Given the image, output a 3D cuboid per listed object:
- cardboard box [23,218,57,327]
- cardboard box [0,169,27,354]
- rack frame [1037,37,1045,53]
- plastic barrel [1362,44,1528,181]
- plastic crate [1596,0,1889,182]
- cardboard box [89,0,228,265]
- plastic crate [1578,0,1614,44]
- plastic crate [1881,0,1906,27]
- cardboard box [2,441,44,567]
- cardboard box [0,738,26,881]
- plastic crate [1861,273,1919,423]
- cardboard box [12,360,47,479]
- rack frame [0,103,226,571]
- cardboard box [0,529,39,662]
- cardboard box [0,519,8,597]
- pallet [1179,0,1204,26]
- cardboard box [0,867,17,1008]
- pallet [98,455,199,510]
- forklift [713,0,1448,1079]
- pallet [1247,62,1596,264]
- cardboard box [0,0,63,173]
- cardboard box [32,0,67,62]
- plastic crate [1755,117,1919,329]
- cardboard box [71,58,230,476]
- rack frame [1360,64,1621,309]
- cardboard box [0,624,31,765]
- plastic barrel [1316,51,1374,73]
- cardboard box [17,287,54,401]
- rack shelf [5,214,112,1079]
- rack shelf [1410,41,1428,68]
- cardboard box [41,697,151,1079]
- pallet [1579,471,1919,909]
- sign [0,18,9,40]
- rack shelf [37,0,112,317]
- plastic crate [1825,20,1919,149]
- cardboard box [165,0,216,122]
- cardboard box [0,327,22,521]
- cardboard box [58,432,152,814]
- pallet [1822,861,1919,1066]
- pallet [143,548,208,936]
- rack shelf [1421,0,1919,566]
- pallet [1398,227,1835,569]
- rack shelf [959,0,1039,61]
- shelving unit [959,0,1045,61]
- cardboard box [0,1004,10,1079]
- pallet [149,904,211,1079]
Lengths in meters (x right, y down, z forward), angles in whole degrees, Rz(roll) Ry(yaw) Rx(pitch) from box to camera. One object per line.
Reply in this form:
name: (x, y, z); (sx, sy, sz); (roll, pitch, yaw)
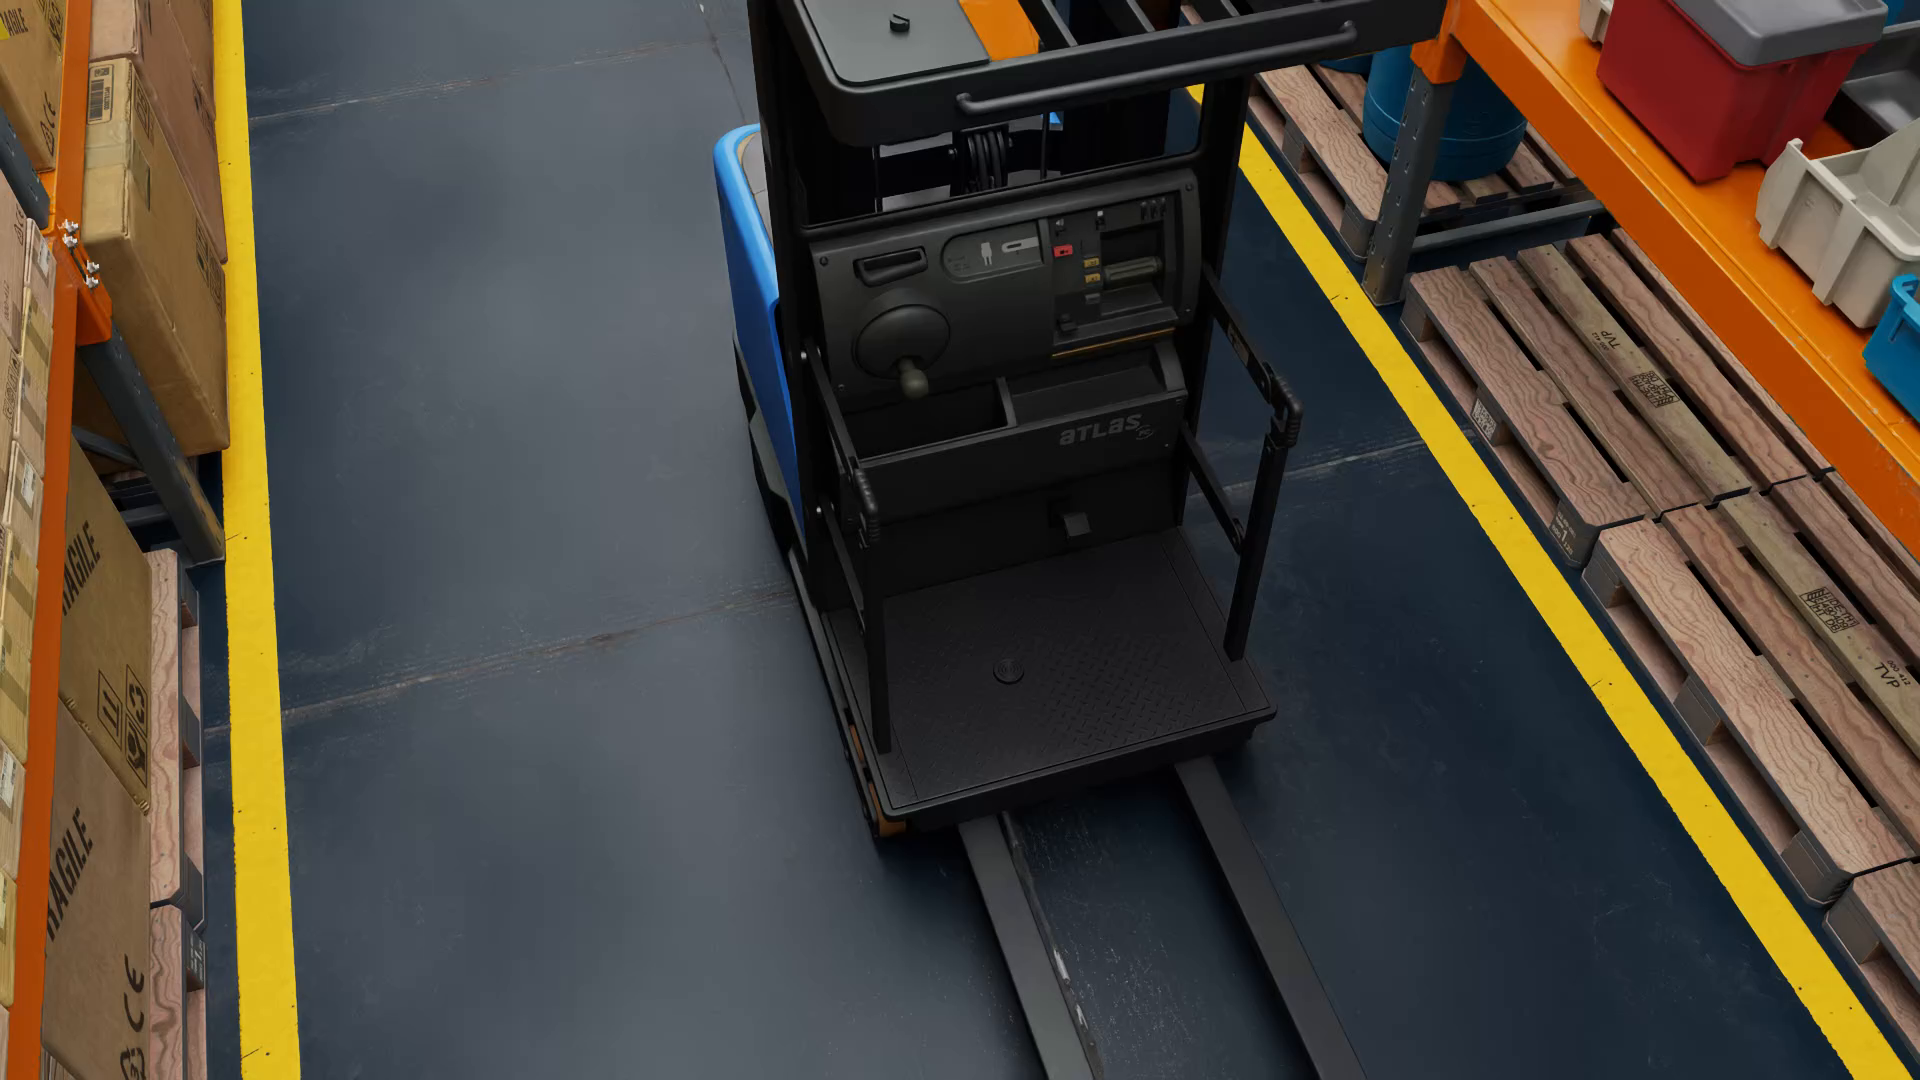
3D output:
cardboard box: (-2.384, -0.601, 3.959); (0.380, 0.149, 0.250); (-13, 51, -11)
cardboard box: (-2.406, -0.615, 3.710); (0.500, 0.250, 0.500); (-14, 51, -12)
rack frame: (0.034, -1.141, 5.476); (0.500, 1.125, 0.032); (-5, 50, -4)
plastic barrel: (1.800, -1.811, 5.912); (0.600, 0.901, 0.708); (-13, 51, -11)
plastic crate: (1.969, -1.281, 4.287); (0.402, 0.464, 0.583); (-13, 51, -11)
cardboard box: (-3.260, -1.396, 5.580); (1.225, 0.875, 0.875); (-15, 51, -12)
plastic crate: (1.946, -1.512, 4.696); (0.396, 0.136, 0.243); (-13, 51, -11)
plastic crate: (2.408, -1.701, 4.693); (0.392, 0.384, 0.575); (-13, 51, -11)
cardboard box: (-2.156, -0.038, 3.484); (0.380, 0.149, 0.250); (-12, 51, -10)
cardboard box: (-1.929, 0.524, 3.011); (0.380, 0.149, 0.250); (-13, 51, -10)
plastic crate: (2.275, -0.436, 3.726); (0.416, 0.233, 0.300); (-13, 51, -11)
cardboard box: (-2.232, -0.225, 3.642); (0.380, 0.149, 0.250); (-14, 51, -12)
rack frame: (-2.787, -0.830, 3.988); (1.000, 3.000, 0.127); (-13, 51, -11)
cardboard box: (-2.079, 0.151, 3.325); (0.380, 0.149, 0.250); (-12, 51, -10)
cardboard box: (-2.099, 0.135, 3.078); (0.500, 0.250, 0.500); (-12, 51, -10)
pallet: (1.392, -2.517, 7.234); (1.003, 0.211, 1.213); (-13, 51, -11)
cardboard box: (-1.850, 0.715, 2.850); (0.380, 0.149, 0.250); (-14, 51, -12)
pallet: (-3.087, -0.478, 5.515); (1.003, 0.211, 1.213); (-13, 51, -11)
forklift: (0.189, -0.485, 3.742); (1.130, 2.935, 3.031); (-14, 51, -11)
pallet: (1.756, -1.625, 6.481); (1.003, 0.211, 1.213); (-13, 51, -11)
cardboard box: (-2.684, -1.255, 4.281); (0.500, 0.500, 0.500); (-13, 51, -11)
cardboard box: (-2.834, -1.622, 4.590); (0.500, 0.500, 0.500); (-13, 51, -11)
plastic crate: (2.220, -0.775, 3.979); (0.437, 0.282, 0.530); (-13, 51, -11)
cardboard box: (-2.995, -0.744, 5.030); (1.225, 0.875, 0.875); (-13, 51, -11)
rack frame: (1.944, -1.950, 4.932); (1.000, 3.000, 0.127); (-13, 51, -11)
cardboard box: (-2.003, 0.338, 3.168); (0.380, 0.149, 0.250); (-14, 51, -12)
plastic barrel: (1.590, -2.328, 6.348); (0.600, 0.901, 0.708); (-13, 51, -11)
cardboard box: (-2.307, -0.413, 3.800); (0.380, 0.149, 0.250); (-12, 51, -10)
rack shelf: (-2.195, 0.862, 3.032); (1.077, 0.370, 4.000); (-13, 51, -11)
rack shelf: (1.353, -3.179, 6.439); (1.077, 0.370, 4.000); (-13, 51, -11)
cardboard box: (-2.402, 0.876, 3.664); (0.875, 0.875, 0.875); (-13, 51, -11)
pallet: (2.563, 0.369, 4.801); (1.003, 0.211, 1.213); (-13, 51, -11)
sign: (-2.257, -1.262, 3.734); (0.100, 0.325, 0.005); (-13, 51, -11)
rack shelf: (-3.378, -2.059, 5.495); (1.077, 0.370, 4.000); (-13, 51, -11)
plastic crate: (2.532, -1.124, 4.377); (0.437, 0.125, 0.590); (-13, 51, -11)
cardboard box: (-3.529, -2.041, 6.124); (1.225, 0.875, 0.875); (-13, 51, -11)
cardboard box: (-2.250, -0.237, 3.392); (0.500, 0.250, 0.500); (-12, 51, -10)
cardboard box: (-2.668, 0.219, 4.218); (0.875, 0.875, 0.875); (-13, 51, -11)
pallet: (2.921, 1.259, 4.051); (1.003, 0.211, 1.213); (-13, 51, -11)
pallet: (-2.637, 0.641, 4.571); (1.003, 0.211, 1.213); (-13, 51, -11)
rack shelf: (2.536, -0.258, 3.976); (1.077, 0.370, 4.000); (-13, 51, -11)
pallet: (2.199, -0.523, 5.553); (1.003, 0.211, 1.213); (-13, 51, -11)
rack shelf: (-0.026, -1.716, 5.578); (0.538, 0.278, 1.000); (-5, 50, -4)
shelving unit: (-0.026, -1.527, 5.802); (0.538, 1.125, 1.048); (-5, 50, -4)
cardboard box: (-1.776, 0.900, 2.694); (0.380, 0.149, 0.250); (-14, 51, -11)
pallet: (-2.272, 1.534, 3.819); (1.003, 0.211, 1.213); (-13, 51, -11)
